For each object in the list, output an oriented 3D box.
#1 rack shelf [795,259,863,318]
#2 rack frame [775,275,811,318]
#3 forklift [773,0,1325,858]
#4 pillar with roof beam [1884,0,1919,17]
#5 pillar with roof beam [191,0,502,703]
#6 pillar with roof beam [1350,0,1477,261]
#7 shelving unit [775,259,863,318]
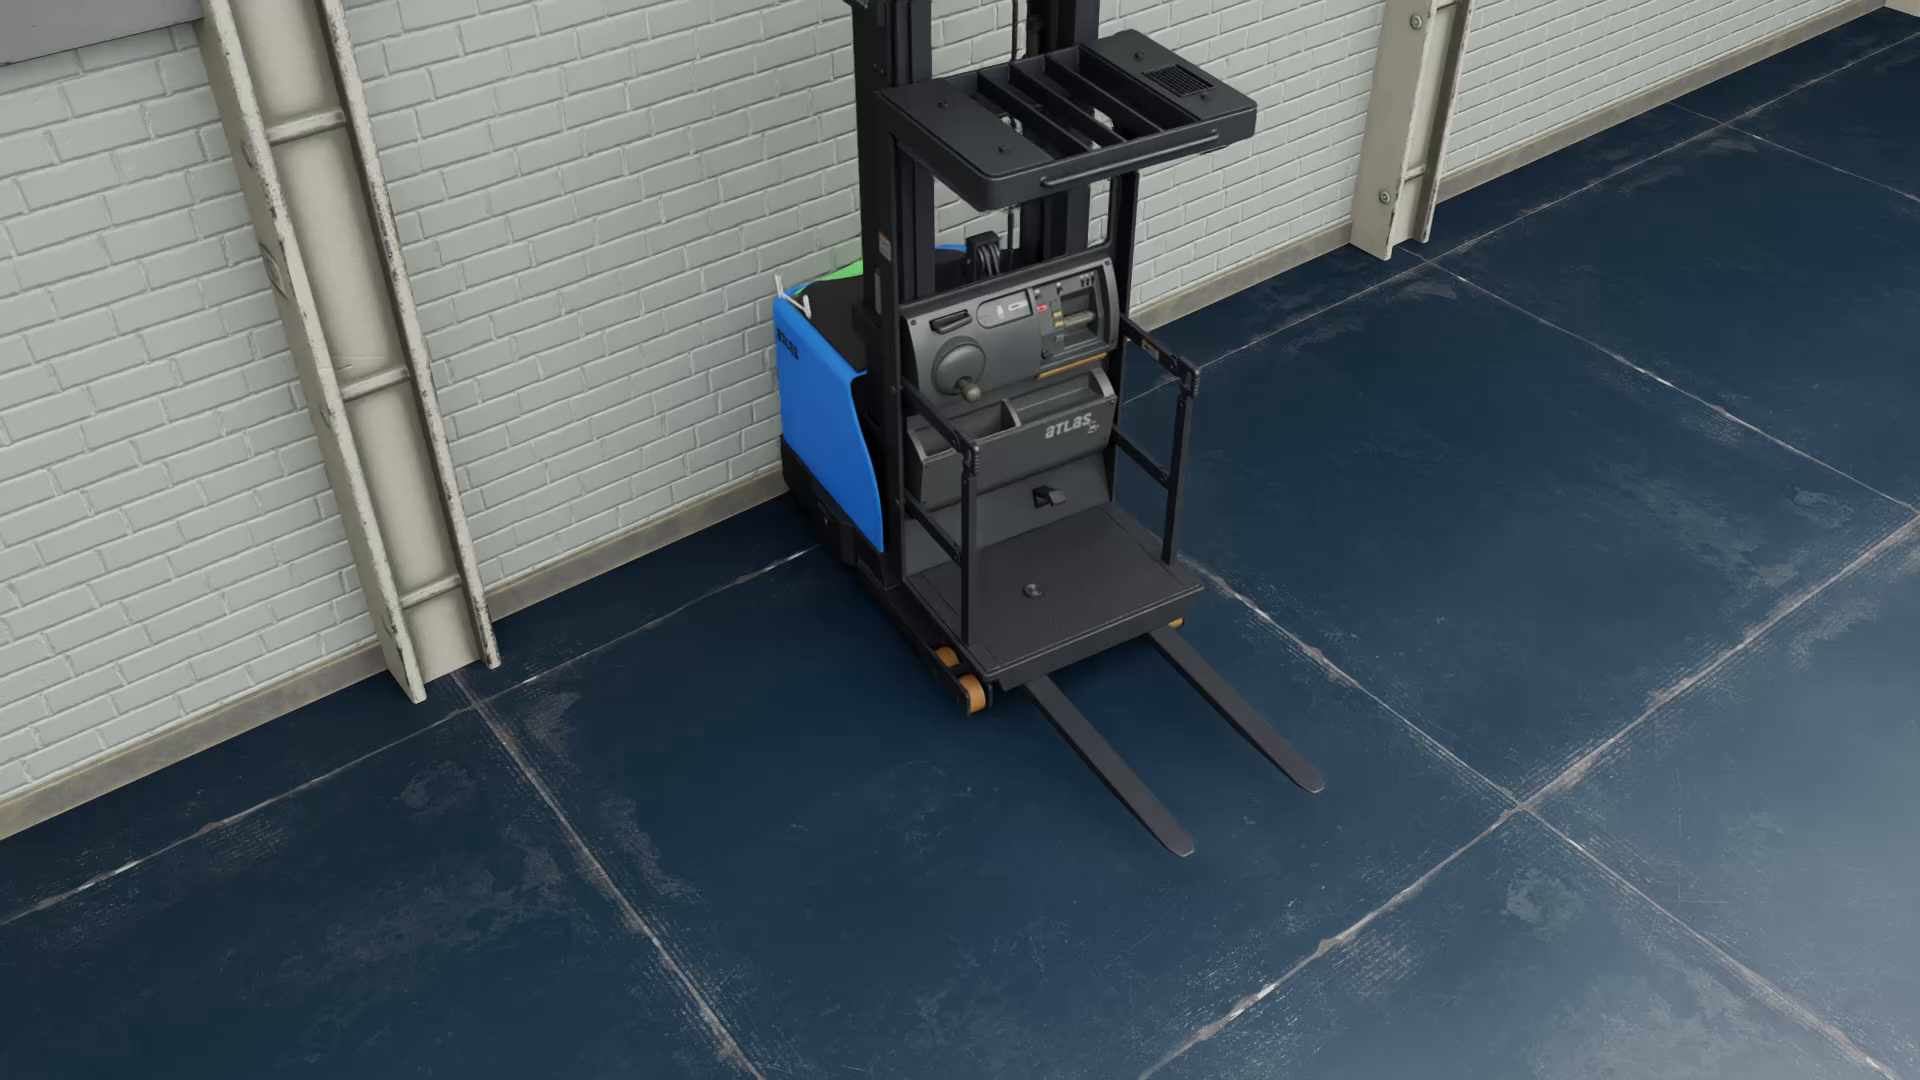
[{"bbox_3d":[-0.526,-1.079,7.451,0.480,0.148,0.258,-30,46,-24],"label":"rack shelf"},{"bbox_3d":[-0.679,-0.656,7.623,0.015,1.200,0.240,-30,46,-24],"label":"rack frame"},{"bbox_3d":[0.326,-0.751,6.354,1.130,2.935,3.031,-20,44,-23],"label":"forklift"},{"bbox_3d":[9.932,-5.423,7.265,0.400,9.000,9.100,-26,46,-28],"label":"pillar with roof beam"},{"bbox_3d":[0.417,-0.785,1.612,0.400,9.000,9.100,-26,46,-28],"label":"pillar with roof beam"},{"bbox_3d":[5.174,-3.104,4.439,0.400,9.000,9.100,-26,46,-28],"label":"pillar with roof beam"},{"bbox_3d":[-0.487,-0.768,7.724,0.503,1.200,0.258,-30,46,-24],"label":"shelving unit"}]
